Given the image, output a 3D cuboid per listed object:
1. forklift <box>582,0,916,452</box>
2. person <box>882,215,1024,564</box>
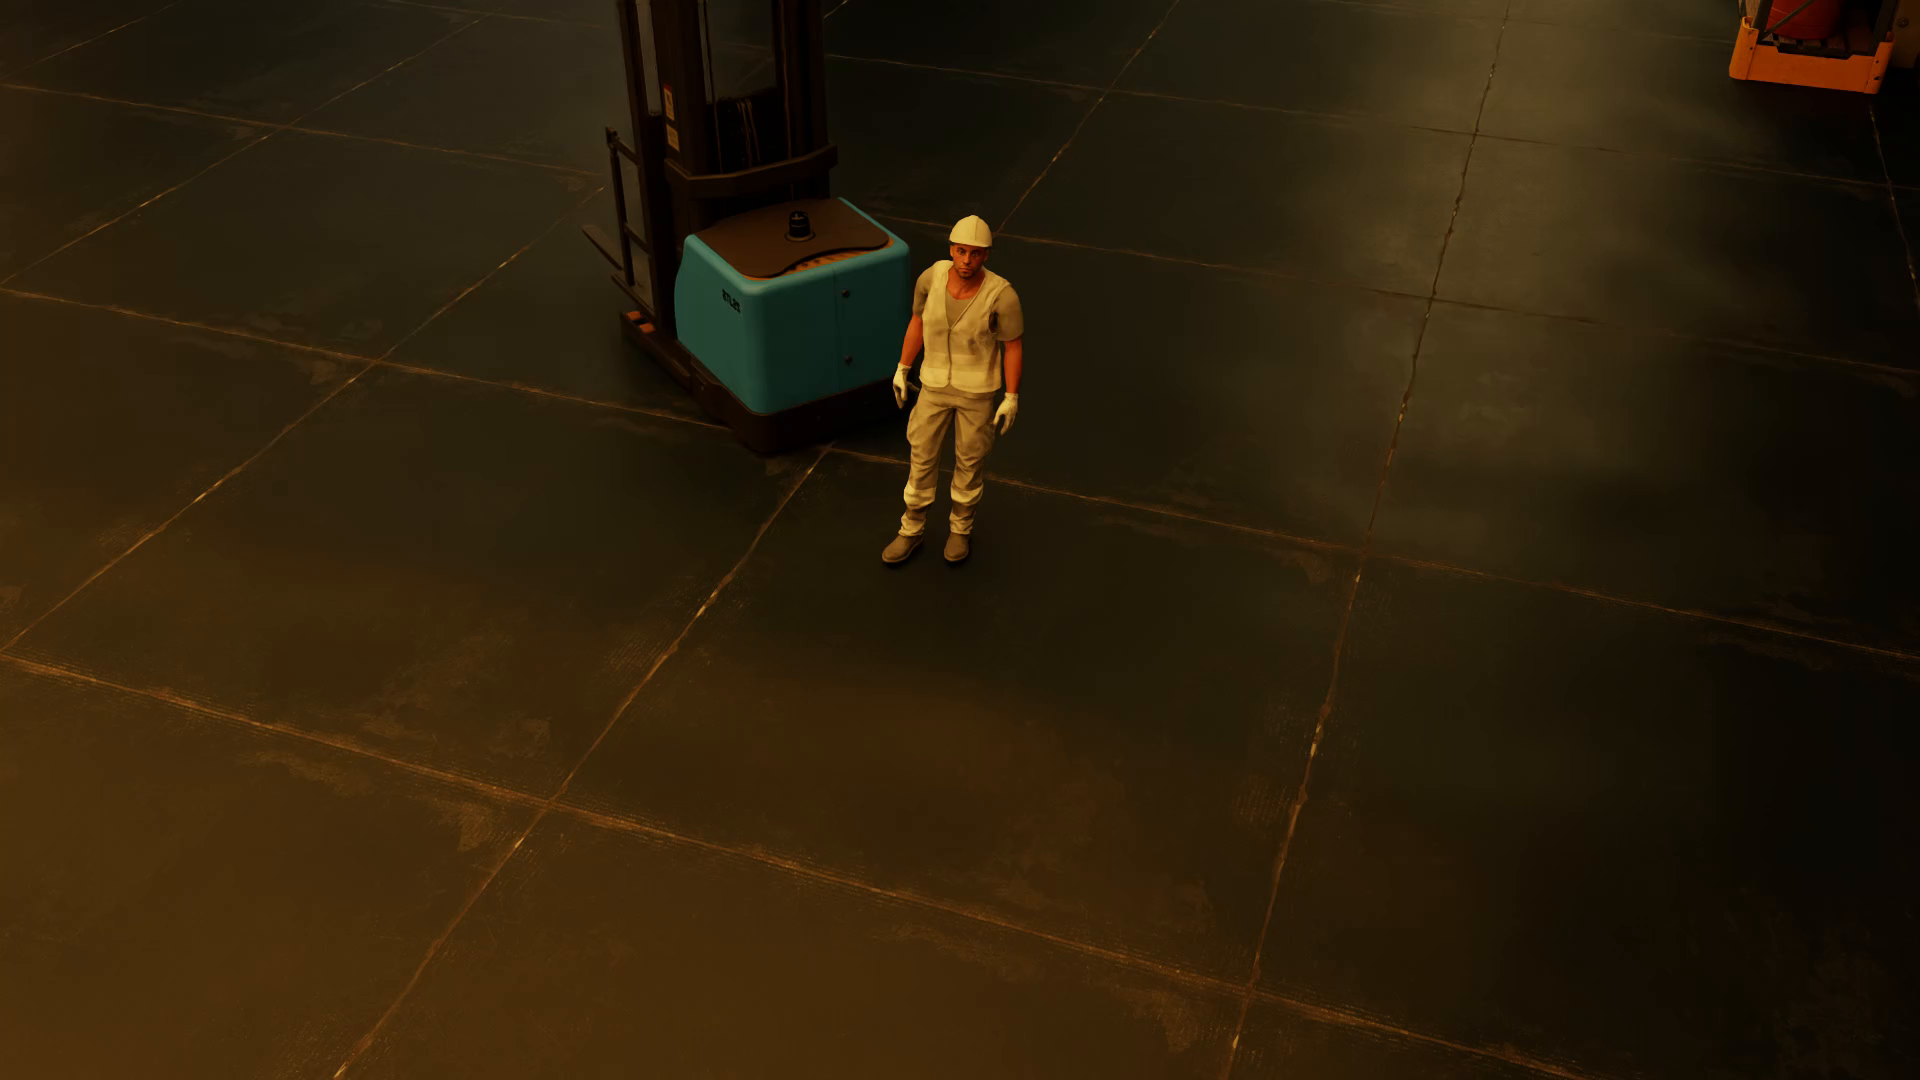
[{"bbox_3d":[-1.470,-2.501,9.639,1.130,2.935,3.031,-20,40,-26],"label":"forklift"},{"bbox_3d":[-0.039,-0.695,8.065,0.638,1.788,0.563,12,37,16],"label":"person"}]
